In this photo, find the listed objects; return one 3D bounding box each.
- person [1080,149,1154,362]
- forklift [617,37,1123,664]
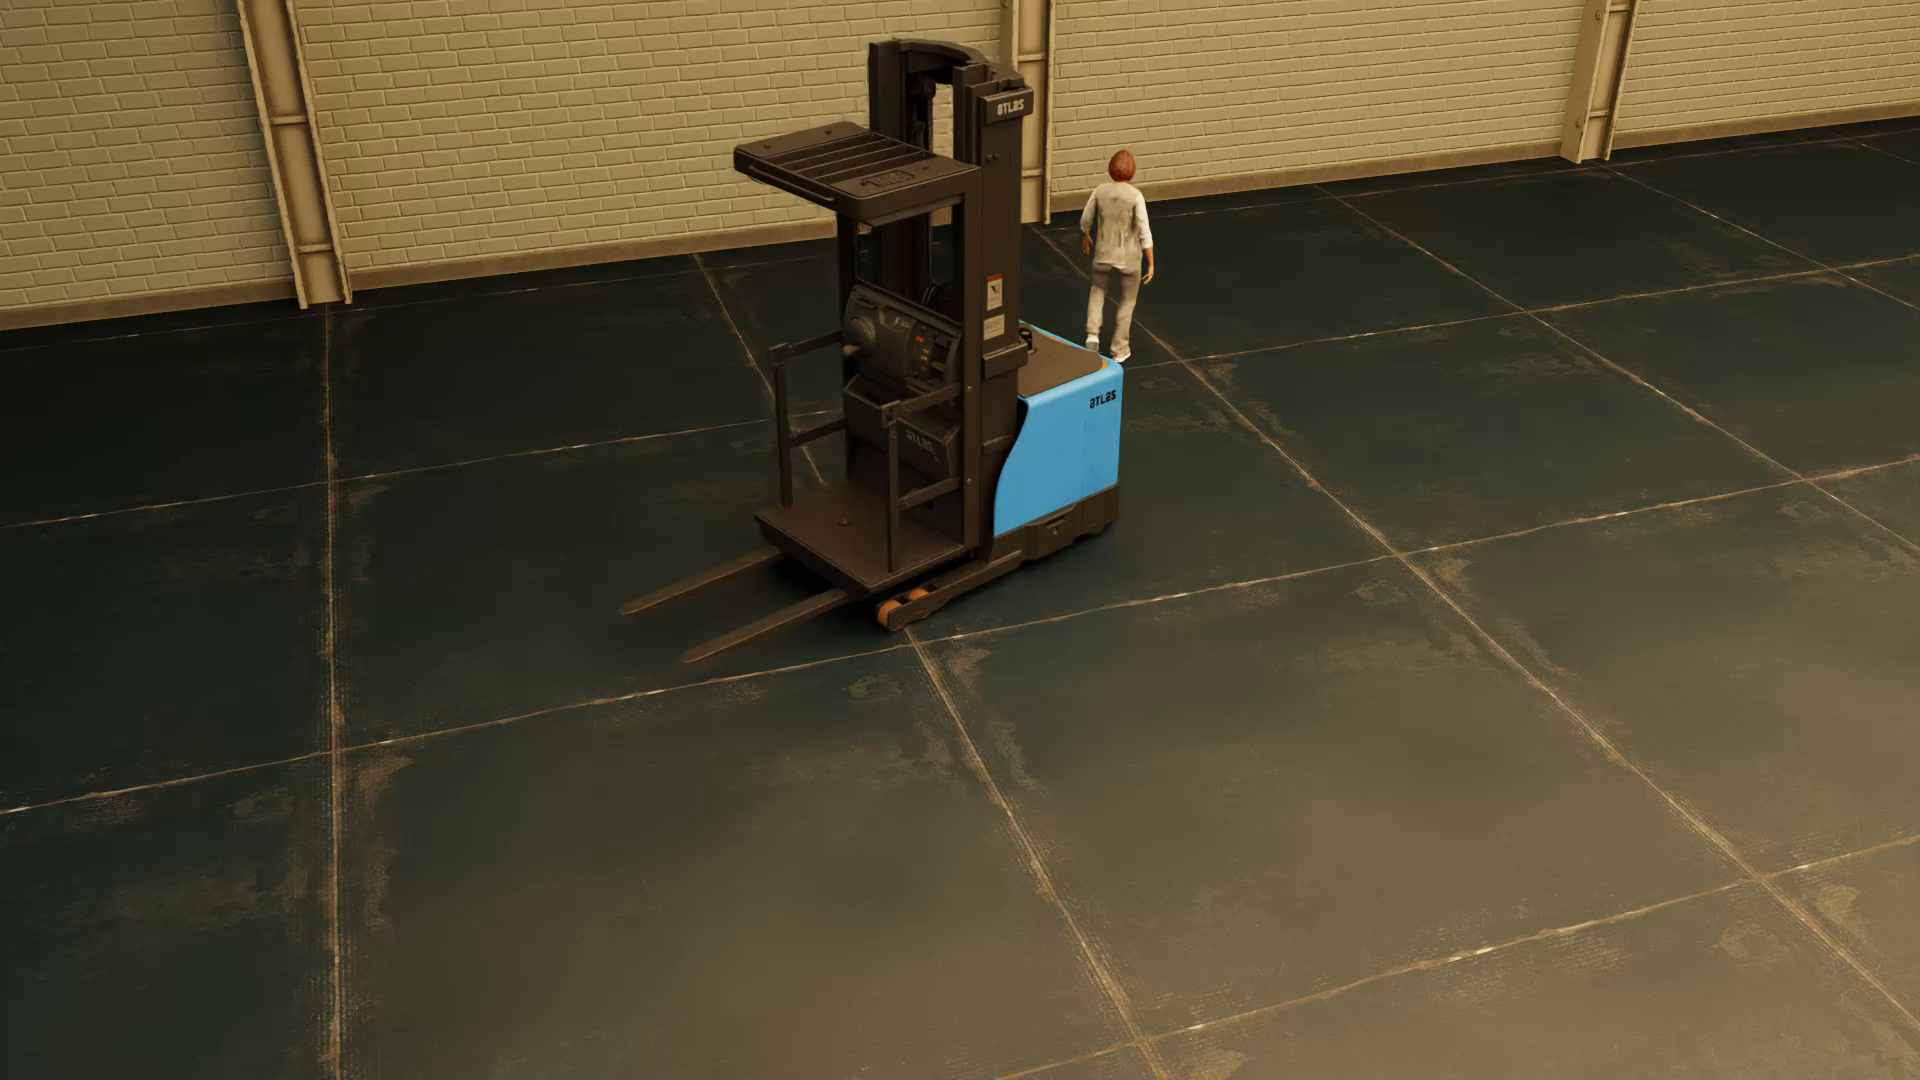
[{"bbox_3d":[1.118,-2.015,11.951,0.600,1.579,0.443,10,32,18],"label":"person"},{"bbox_3d":[-0.480,-1.064,8.937,3.031,2.935,1.130,-23,37,-34],"label":"forklift"}]
